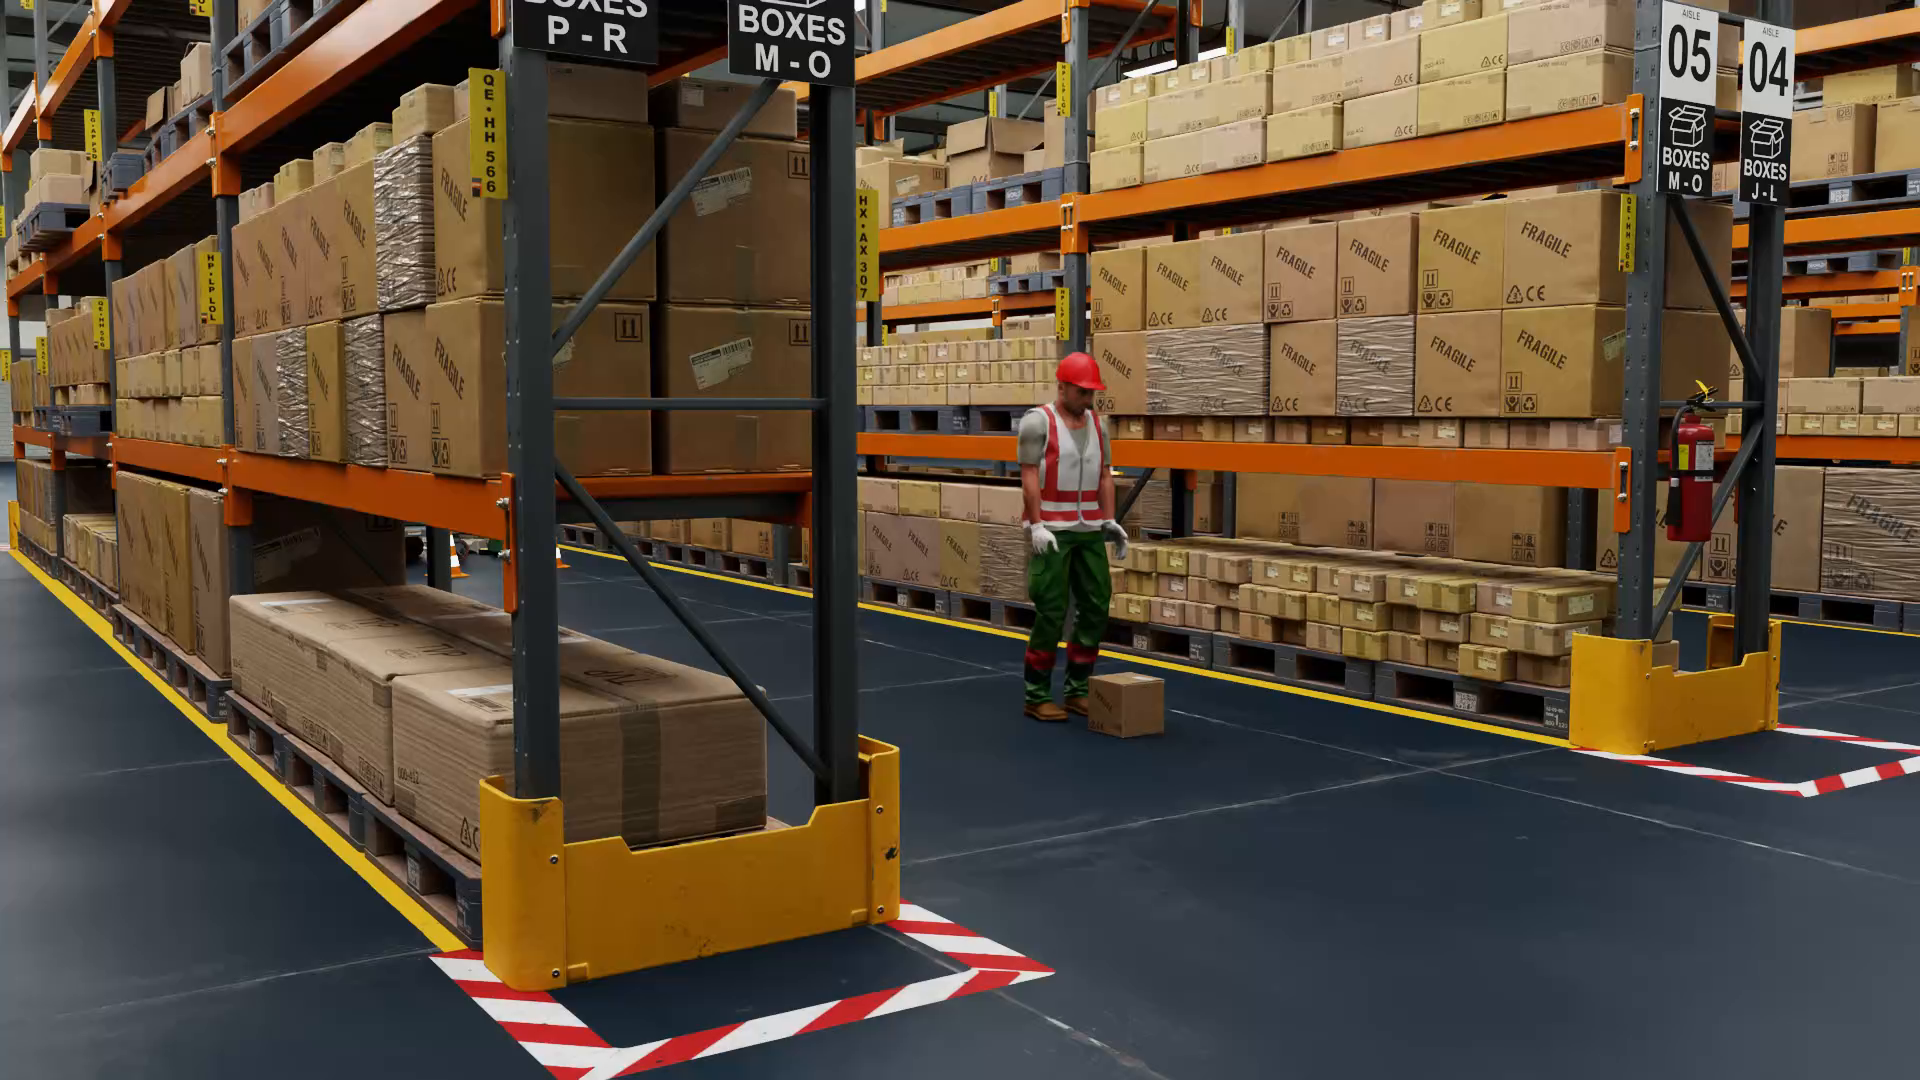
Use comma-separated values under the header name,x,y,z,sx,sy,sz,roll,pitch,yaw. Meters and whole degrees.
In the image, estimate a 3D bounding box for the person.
name,x,y,z,sx,sy,sz,roll,pitch,yaw
person,0.539,-0.022,8.042,0.534,1.762,0.400,-3,5,-32
